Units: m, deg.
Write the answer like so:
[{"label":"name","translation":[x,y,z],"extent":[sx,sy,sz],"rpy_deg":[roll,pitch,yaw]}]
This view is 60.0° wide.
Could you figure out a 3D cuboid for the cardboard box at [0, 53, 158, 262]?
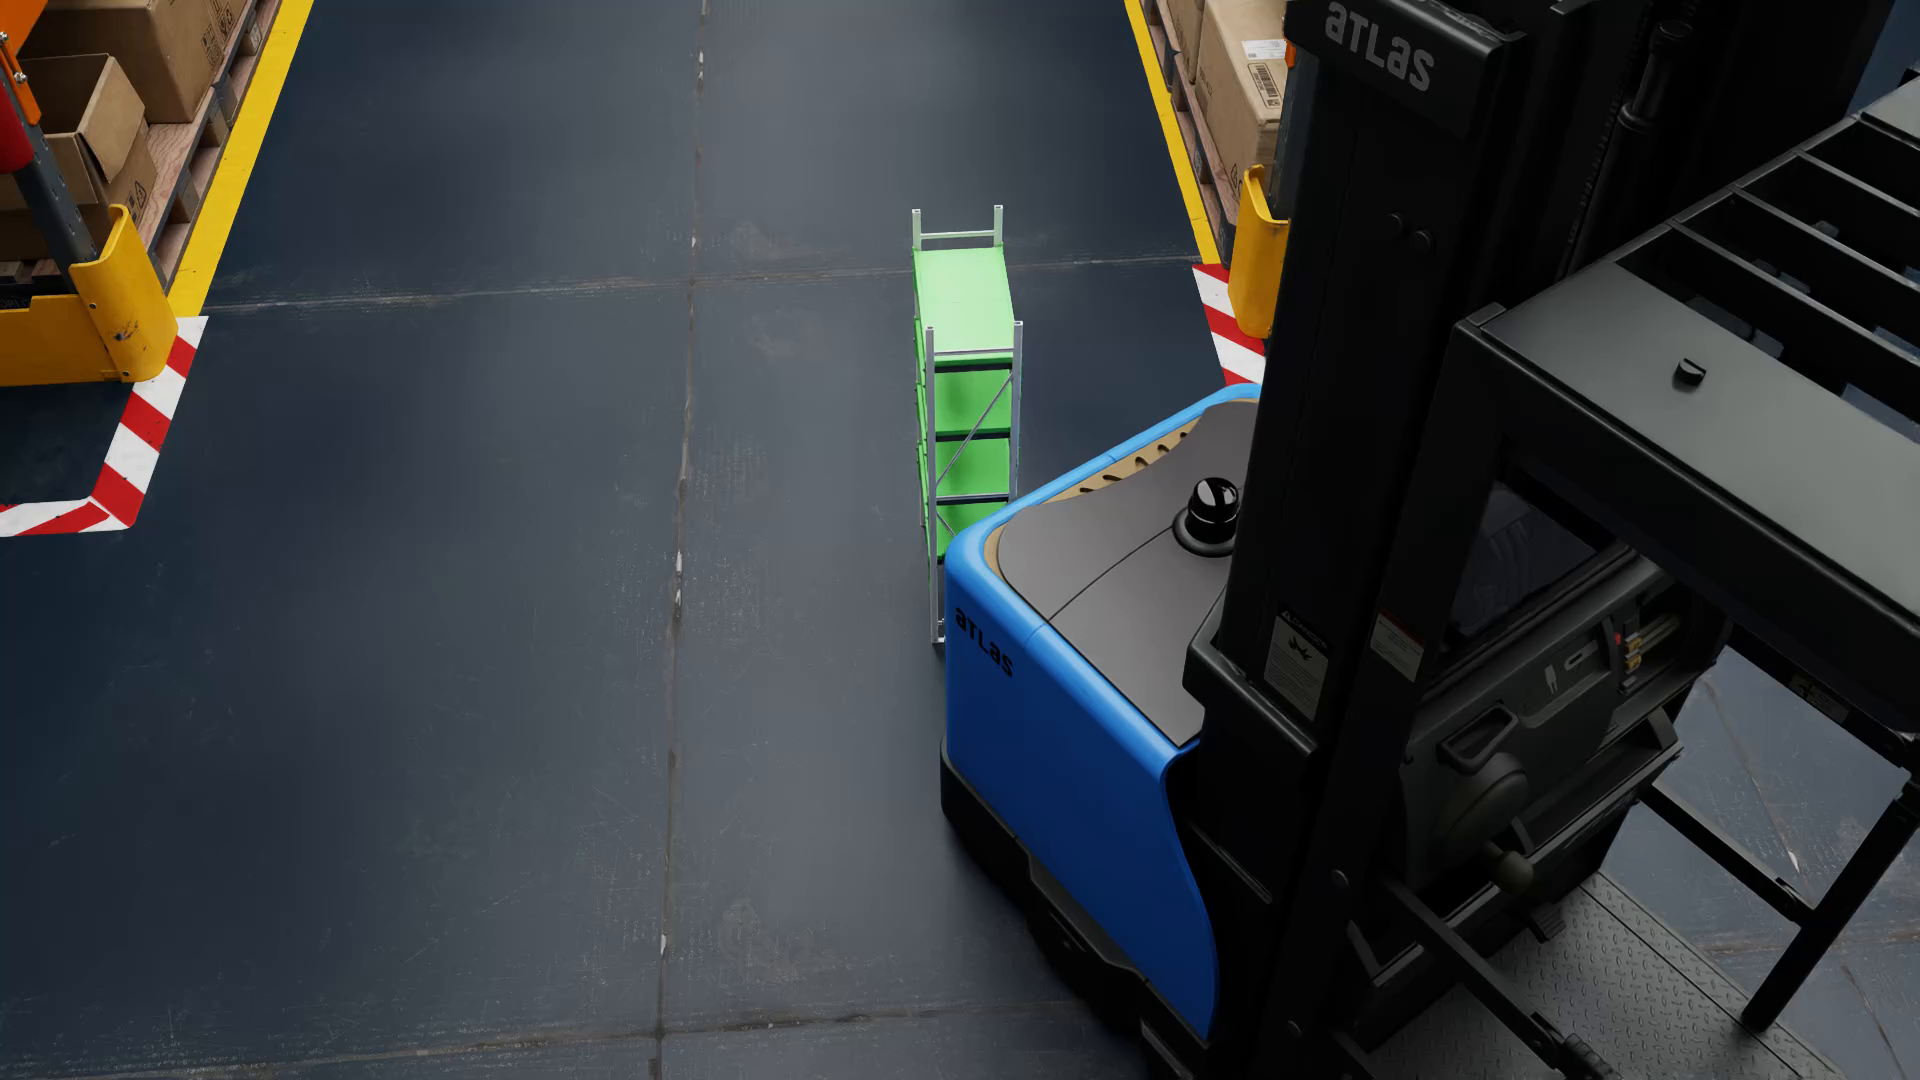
[{"label":"cardboard box","translation":[-3.328,-1.352,5.894],"extent":[0.797,0.503,0.637],"rpy_deg":[-5,47,-5]}]

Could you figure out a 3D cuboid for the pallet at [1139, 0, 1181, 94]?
[{"label":"pallet","translation":[1.331,-2.417,7.394],"extent":[1.003,0.211,1.213],"rpy_deg":[-3,47,-3]}]

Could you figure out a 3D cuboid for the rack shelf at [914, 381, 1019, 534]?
[{"label":"rack shelf","translation":[0.014,-0.249,4.747],"extent":[0.258,0.148,0.480],"rpy_deg":[-3,47,-3]}]

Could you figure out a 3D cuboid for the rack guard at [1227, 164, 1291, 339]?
[{"label":"rack guard","translation":[1.576,-1.045,5.895],"extent":[1.175,0.500,0.348],"rpy_deg":[-3,47,-3]}]

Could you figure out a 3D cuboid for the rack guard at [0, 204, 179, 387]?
[{"label":"rack guard","translation":[-3.378,-0.813,5.676],"extent":[1.175,0.500,0.348],"rpy_deg":[-3,47,-3]}]

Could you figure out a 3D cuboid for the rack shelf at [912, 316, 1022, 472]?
[{"label":"rack shelf","translation":[0.014,-0.414,4.573],"extent":[0.258,0.148,0.480],"rpy_deg":[-3,47,-3]}]

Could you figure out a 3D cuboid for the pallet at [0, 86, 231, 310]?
[{"label":"pallet","translation":[-3.446,-1.290,6.327],"extent":[1.003,0.211,1.213],"rpy_deg":[-3,47,-3]}]

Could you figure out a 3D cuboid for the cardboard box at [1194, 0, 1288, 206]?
[{"label":"cardboard box","translation":[1.420,-1.657,6.228],"extent":[0.875,0.438,0.875],"rpy_deg":[-5,47,-5]}]

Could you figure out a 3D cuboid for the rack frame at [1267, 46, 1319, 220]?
[{"label":"rack frame","translation":[1.574,-1.922,5.004],"extent":[1.000,3.000,0.127],"rpy_deg":[-3,47,-3]}]

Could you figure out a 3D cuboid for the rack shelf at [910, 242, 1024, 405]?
[{"label":"rack shelf","translation":[0.014,-0.579,4.399],"extent":[0.258,0.148,0.480],"rpy_deg":[-3,47,-3]}]

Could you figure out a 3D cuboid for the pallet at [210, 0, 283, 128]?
[{"label":"pallet","translation":[-3.545,-2.171,7.161],"extent":[1.003,0.211,1.213],"rpy_deg":[-3,47,-3]}]

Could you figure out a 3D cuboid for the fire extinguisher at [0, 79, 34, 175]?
[{"label":"fire extinguisher","translation":[-2.899,-1.384,4.805],"extent":[0.296,0.674,0.183],"rpy_deg":[-3,47,-3]}]

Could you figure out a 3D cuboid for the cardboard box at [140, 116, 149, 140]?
[{"label":"cardboard box","translation":[-3.325,-1.540,6.316],"extent":[0.380,0.149,0.250],"rpy_deg":[-5,47,-5]}]

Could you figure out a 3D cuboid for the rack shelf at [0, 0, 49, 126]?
[{"label":"rack shelf","translation":[-3.539,-2.817,6.348],"extent":[1.077,0.370,4.000],"rpy_deg":[-3,47,-3]}]

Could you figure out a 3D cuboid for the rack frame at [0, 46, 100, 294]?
[{"label":"rack frame","translation":[-3.372,-1.617,4.716],"extent":[1.000,3.000,0.127],"rpy_deg":[-3,47,-3]}]

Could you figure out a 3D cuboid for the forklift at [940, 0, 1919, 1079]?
[{"label":"forklift","translation":[1.234,0.378,2.874],"extent":[1.130,2.935,3.031],"rpy_deg":[-29,53,-24]}]

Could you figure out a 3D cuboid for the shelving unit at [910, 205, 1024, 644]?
[{"label":"shelving unit","translation":[0.014,-0.293,4.701],"extent":[0.258,1.200,0.503],"rpy_deg":[-3,47,-3]}]

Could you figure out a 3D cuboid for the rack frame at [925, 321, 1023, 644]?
[{"label":"rack frame","translation":[0.034,-0.116,4.534],"extent":[0.240,1.200,0.015],"rpy_deg":[-3,47,-3]}]

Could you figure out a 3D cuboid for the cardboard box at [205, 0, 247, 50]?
[{"label":"cardboard box","translation":[-3.306,-2.360,6.852],"extent":[0.500,0.500,0.500],"rpy_deg":[-3,47,-3]}]

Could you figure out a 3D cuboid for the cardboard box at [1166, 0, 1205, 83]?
[{"label":"cardboard box","translation":[1.335,-2.318,6.855],"extent":[0.875,0.438,0.875],"rpy_deg":[-2,47,-2]}]

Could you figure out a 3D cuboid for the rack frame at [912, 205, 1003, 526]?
[{"label":"rack frame","translation":[-0.007,-0.469,4.868],"extent":[0.240,1.200,0.015],"rpy_deg":[-3,47,-3]}]

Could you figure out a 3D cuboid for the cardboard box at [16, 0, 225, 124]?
[{"label":"cardboard box","translation":[-3.361,-1.971,6.484],"extent":[0.700,0.500,0.500],"rpy_deg":[-2,47,-2]}]

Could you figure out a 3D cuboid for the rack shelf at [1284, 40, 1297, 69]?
[{"label":"rack shelf","translation":[1.407,-3.122,6.636],"extent":[1.077,0.370,4.000],"rpy_deg":[-3,47,-3]}]

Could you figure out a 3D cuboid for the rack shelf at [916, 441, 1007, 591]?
[{"label":"rack shelf","translation":[0.014,-0.084,4.922],"extent":[0.258,0.148,0.480],"rpy_deg":[-3,47,-3]}]

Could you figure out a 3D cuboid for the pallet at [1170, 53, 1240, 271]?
[{"label":"pallet","translation":[1.430,-1.537,6.560],"extent":[1.003,0.211,1.213],"rpy_deg":[-3,47,-3]}]
